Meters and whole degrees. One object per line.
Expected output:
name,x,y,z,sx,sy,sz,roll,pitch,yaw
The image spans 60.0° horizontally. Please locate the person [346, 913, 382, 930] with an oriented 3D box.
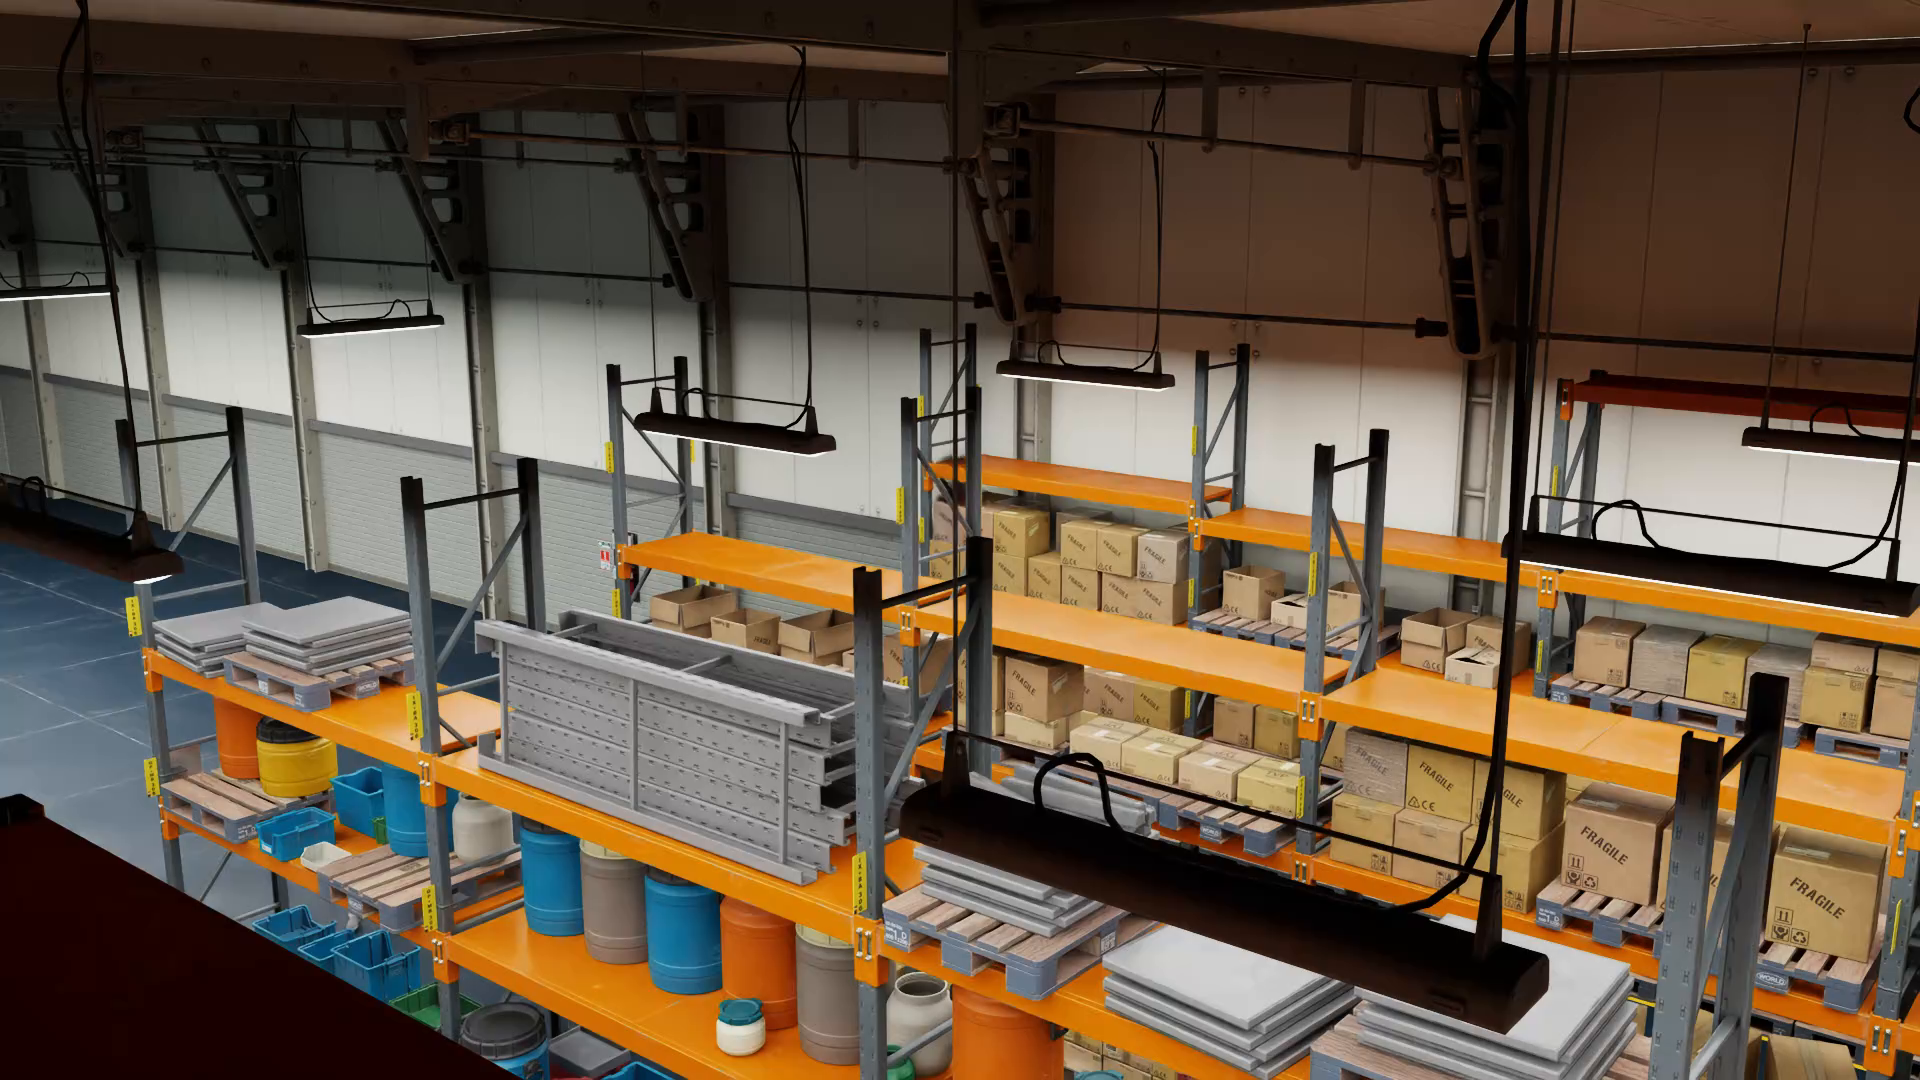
person,-6.430,3.359,17.728,0.548,1.704,0.452,-4,13,-19
